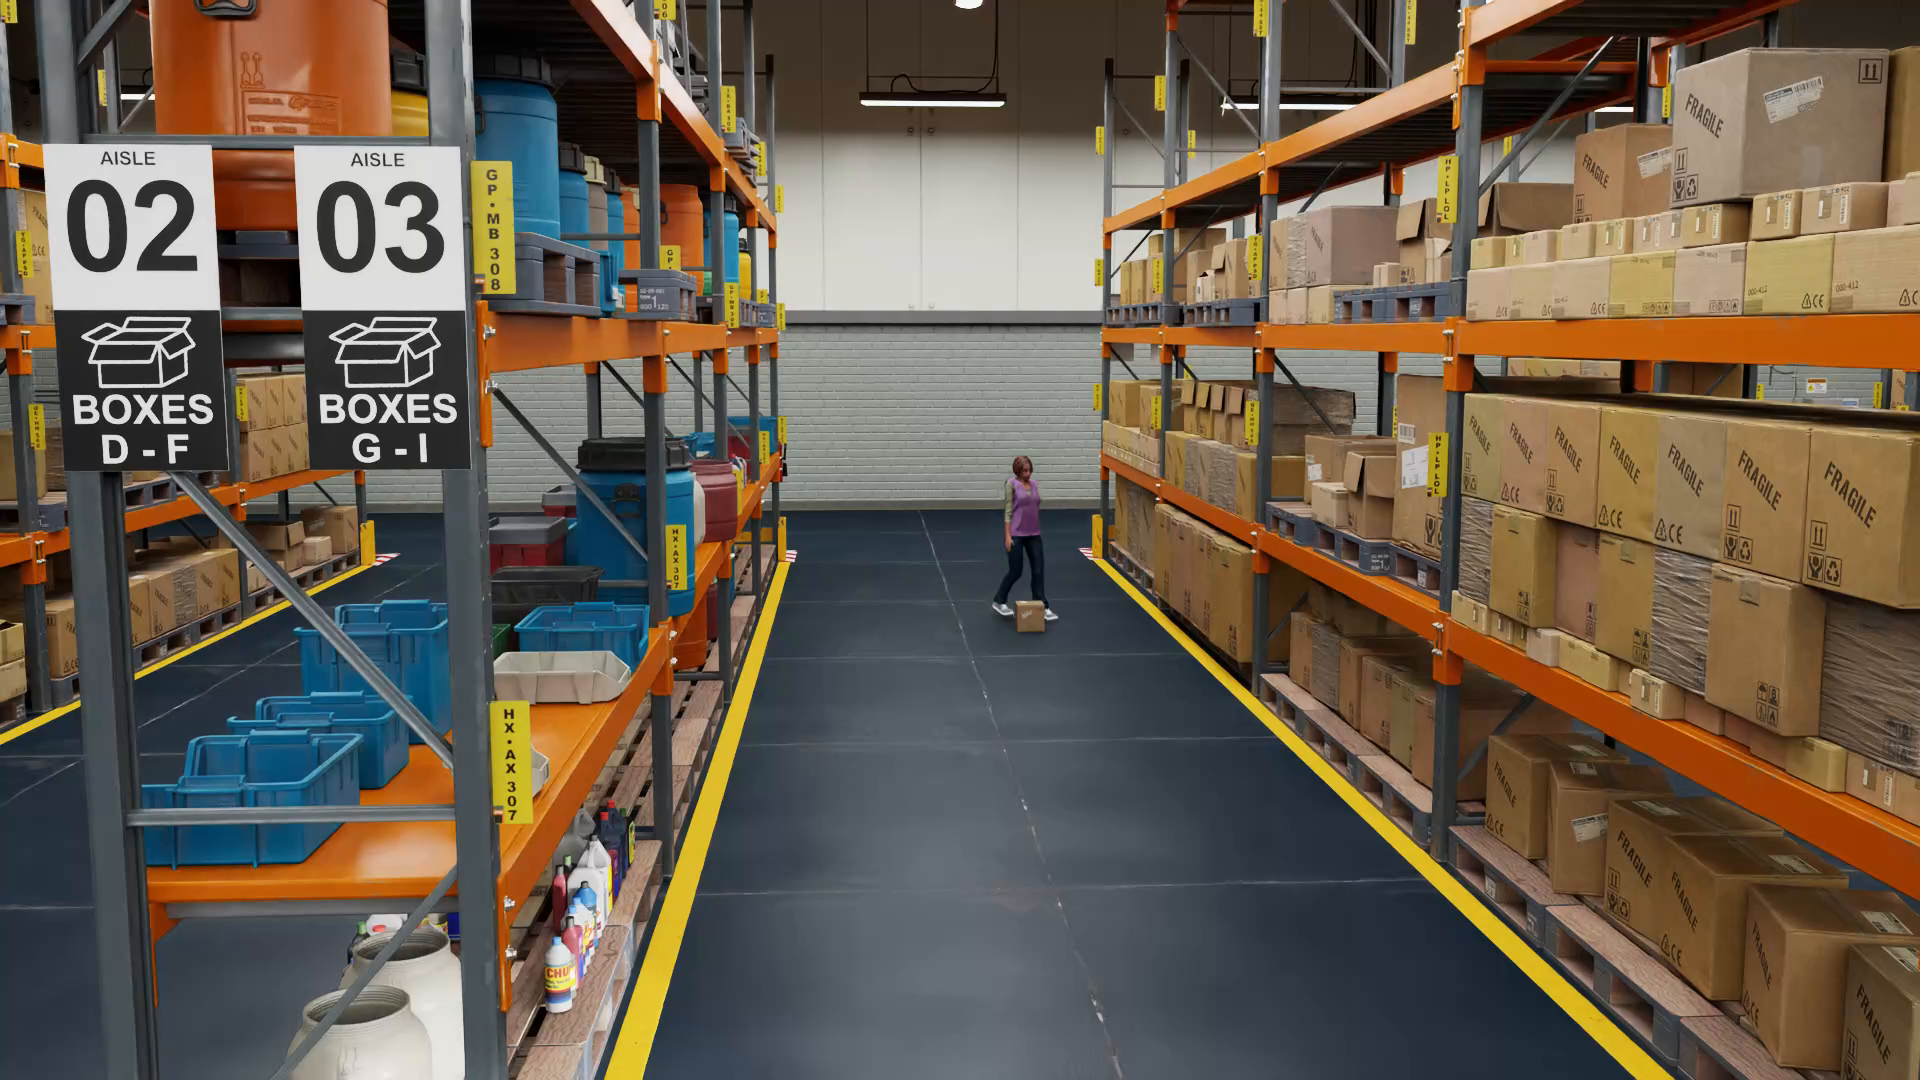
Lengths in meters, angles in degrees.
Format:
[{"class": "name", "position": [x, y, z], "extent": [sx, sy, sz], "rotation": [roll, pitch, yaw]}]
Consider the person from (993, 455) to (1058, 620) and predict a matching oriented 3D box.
[{"class": "person", "position": [0.623, -0.021, 15.938], "extent": [0.437, 1.571, 0.593], "rotation": [-4, 8, -31]}]
